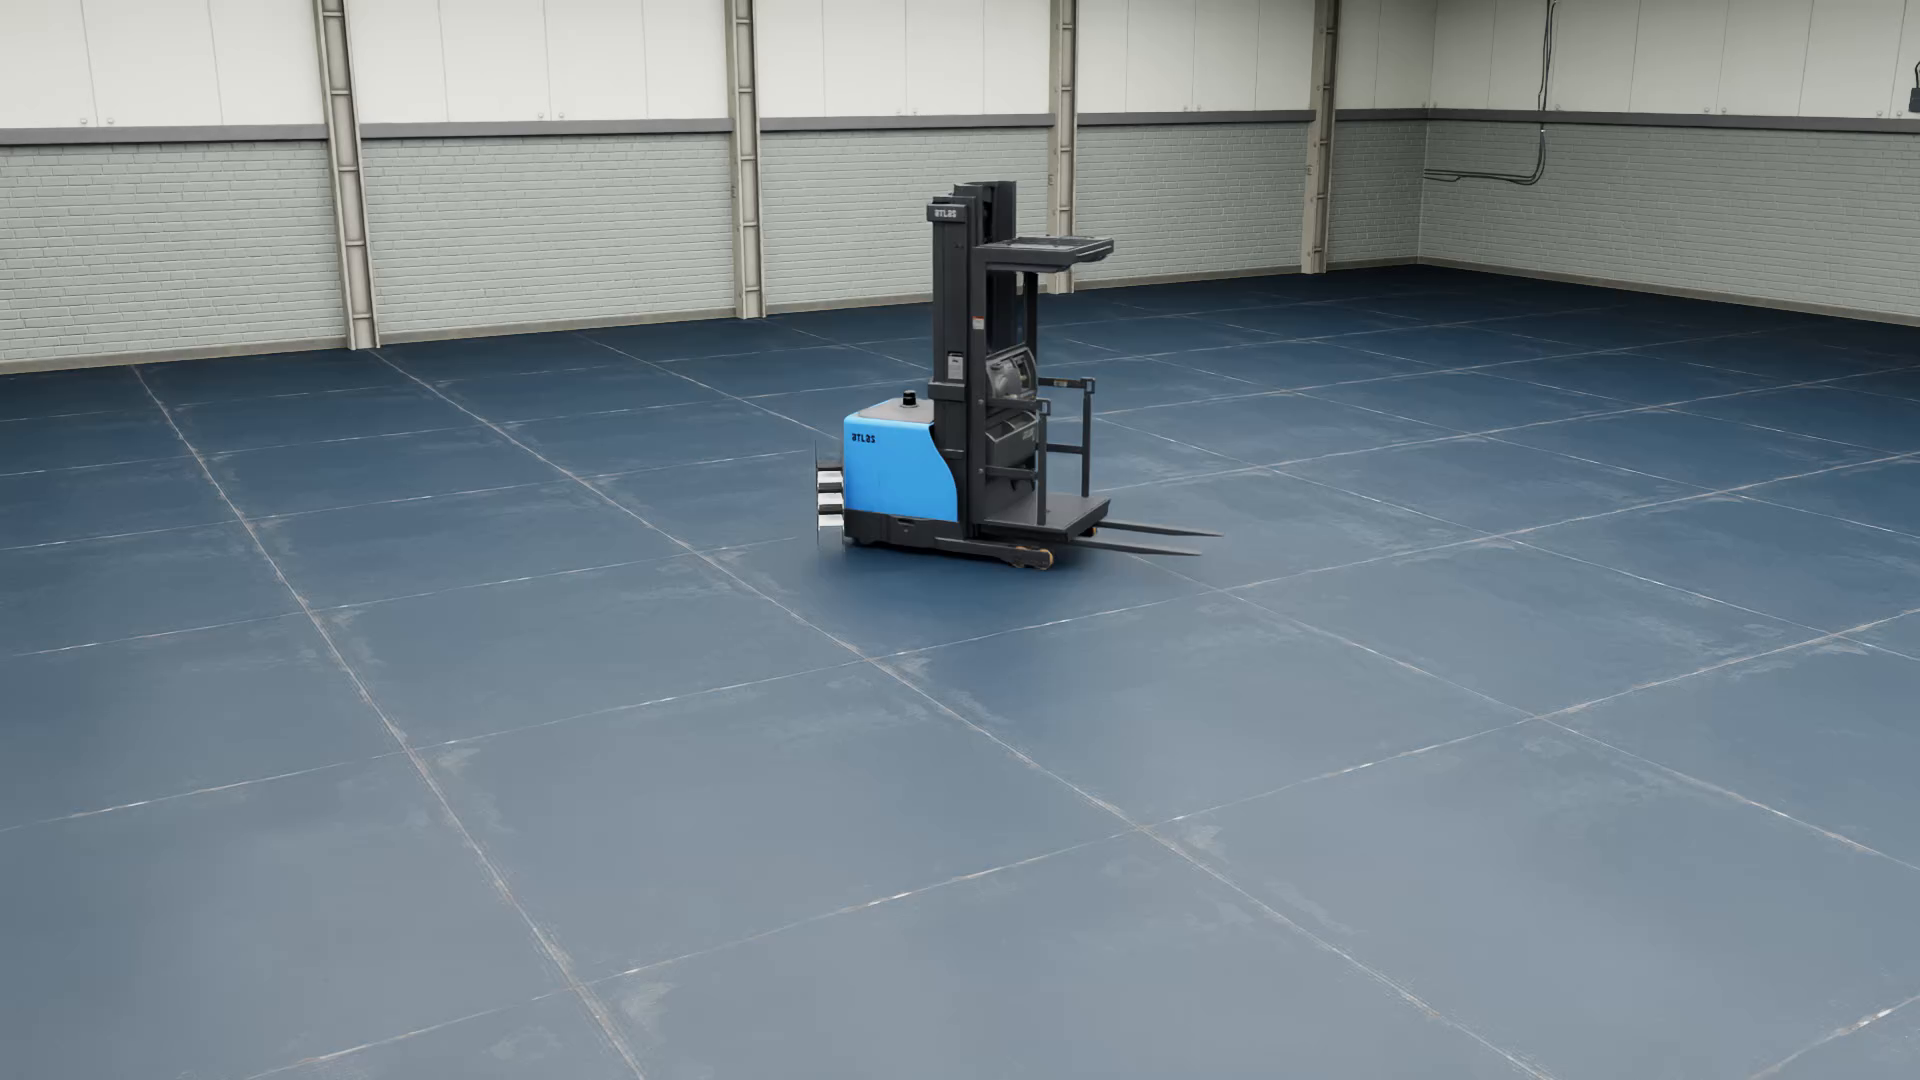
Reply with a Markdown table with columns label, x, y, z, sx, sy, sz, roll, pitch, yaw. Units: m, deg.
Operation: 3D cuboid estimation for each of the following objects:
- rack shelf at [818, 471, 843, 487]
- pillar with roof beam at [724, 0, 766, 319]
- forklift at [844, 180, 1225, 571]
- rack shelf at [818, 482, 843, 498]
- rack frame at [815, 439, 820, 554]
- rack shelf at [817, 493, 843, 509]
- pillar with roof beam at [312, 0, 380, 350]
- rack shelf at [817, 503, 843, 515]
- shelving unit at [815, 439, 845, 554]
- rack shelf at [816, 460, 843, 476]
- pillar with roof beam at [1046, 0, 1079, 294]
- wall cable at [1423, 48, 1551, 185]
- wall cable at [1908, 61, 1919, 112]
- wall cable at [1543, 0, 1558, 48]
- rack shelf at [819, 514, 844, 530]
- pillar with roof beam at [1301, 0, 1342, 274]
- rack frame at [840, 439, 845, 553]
| label | x | y | z | sx | sy | sz | roll | pitch | yaw |
| --- | --- | --- | --- | --- | --- | --- | --- | --- | --- |
| rack shelf | -1.057 | -0.496 | 13.468 | 0.200 | 0.077 | 0.258 | -2 | 16 | -7 |
| pillar with roof beam | -1.141 | -6.917 | 21.913 | 0.400 | 9.000 | 9.100 | -9 | 18 | -30 |
| forklift | 0.599 | -1.334 | 13.237 | 3.031 | 2.935 | 1.130 | 7 | 17 | 23 |
| rack shelf | -1.057 | -0.409 | 13.492 | 0.200 | 0.077 | 0.258 | -2 | 16 | -7 |
| rack frame | -1.158 | -0.351 | 13.495 | 0.006 | 0.900 | 0.240 | -2 | 16 | -7 |
| rack shelf | -1.057 | -0.322 | 13.516 | 0.200 | 0.077 | 0.258 | -2 | 16 | -7 |
| pillar with roof beam | -6.284 | -6.083 | 18.938 | 0.400 | 9.000 | 9.100 | -9 | 18 | -30 |
| rack shelf | -1.057 | -0.236 | 13.540 | 0.200 | 0.077 | 0.258 | -2 | 16 | -7 |
| shelving unit | -1.057 | -0.354 | 13.507 | 0.210 | 0.900 | 0.258 | -2 | 16 | -7 |
| rack shelf | -1.057 | -0.582 | 13.443 | 0.200 | 0.077 | 0.258 | -2 | 16 | -7 |
| pillar with roof beam | 4.002 | -7.751 | 24.889 | 0.400 | 9.000 | 9.100 | -9 | 18 | -30 |
| wall cable | 10.134 | -8.190 | 32.206 | 0.112 | 2.526 | 3.097 | -9 | 18 | -30 |
| wall cable | 15.010 | -9.124 | 23.484 | 0.169 | 6.003 | 2.305 | -9 | 18 | -30 |
| wall cable | 11.527 | -9.995 | 29.291 | 0.112 | 2.526 | 3.097 | -9 | 18 | -30 |
| rack shelf | -1.057 | -0.149 | 13.565 | 0.200 | 0.077 | 0.258 | -2 | 16 | -7 |
| pillar with roof beam | 9.145 | -8.585 | 27.864 | 0.400 | 9.000 | 9.100 | -9 | 18 | -30 |
| rack frame | -0.956 | -0.358 | 13.520 | 0.006 | 0.900 | 0.240 | -2 | 16 | -7 |
